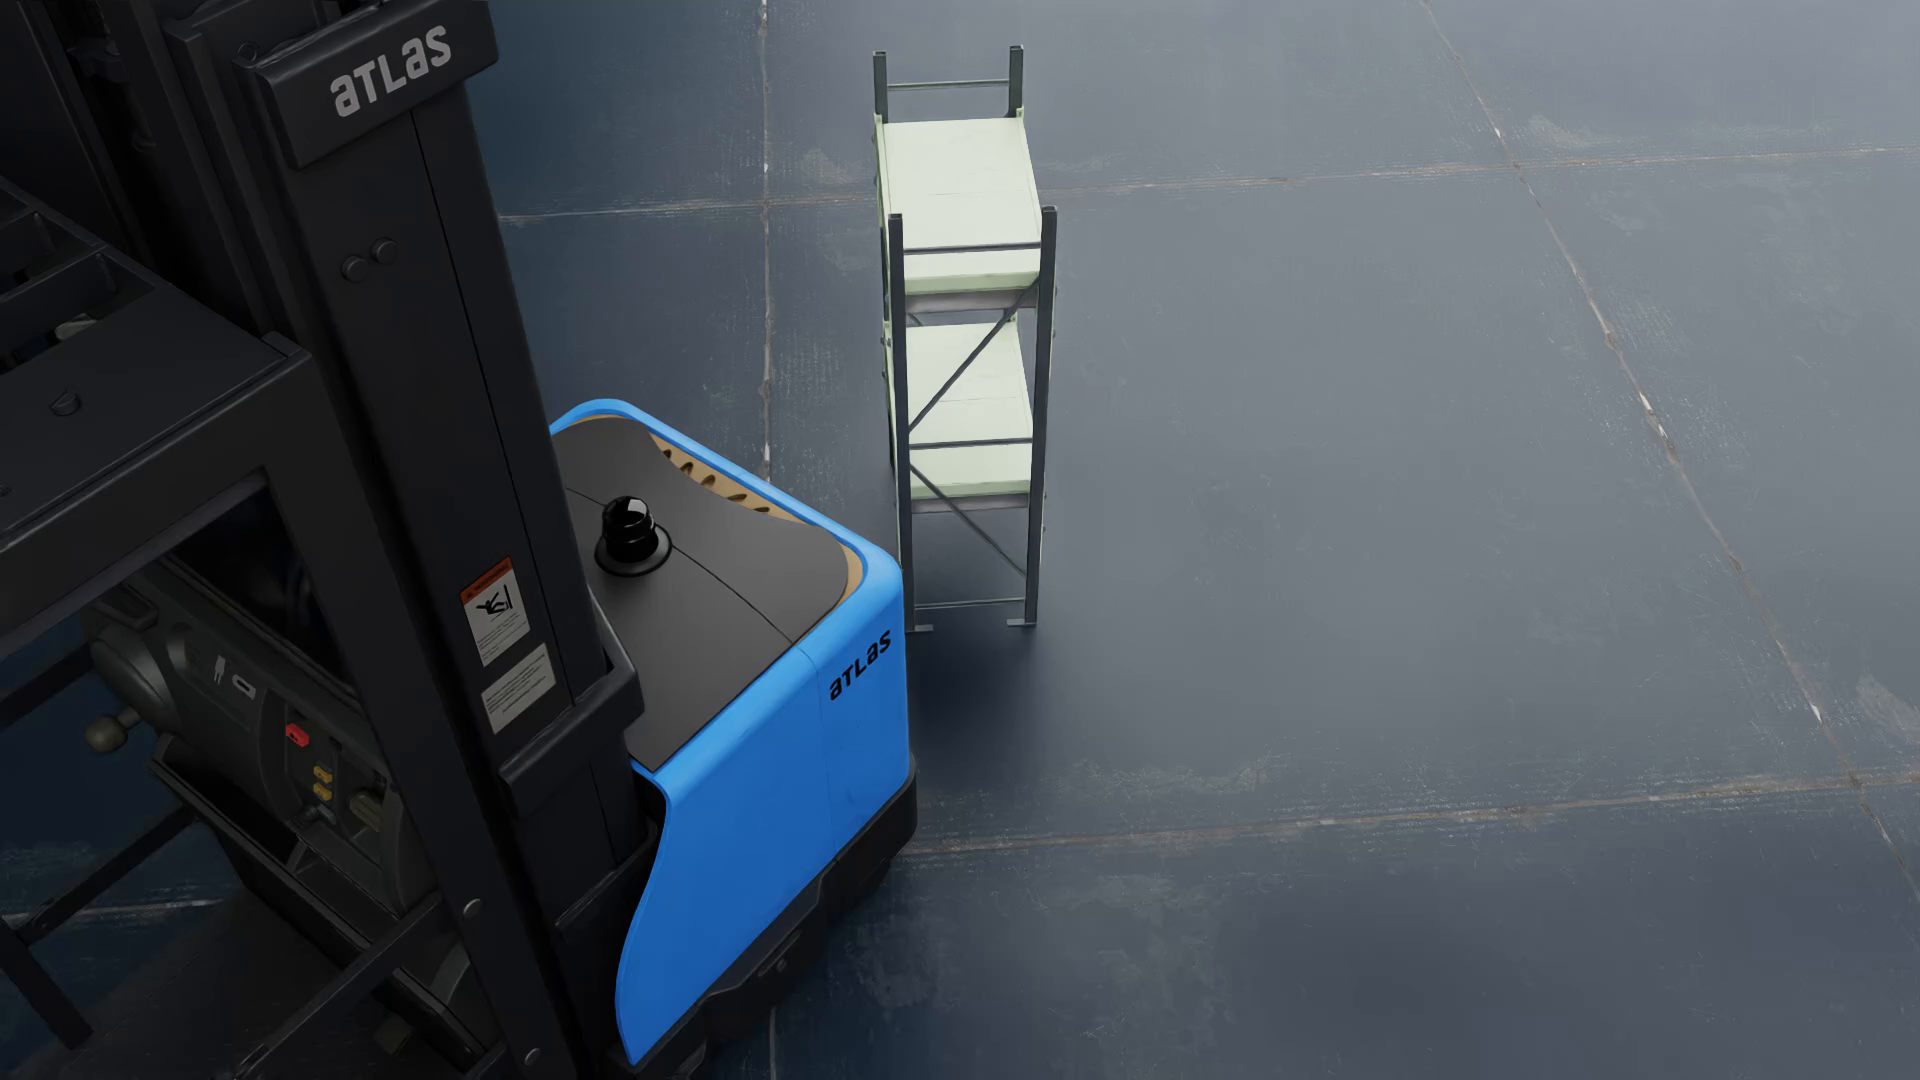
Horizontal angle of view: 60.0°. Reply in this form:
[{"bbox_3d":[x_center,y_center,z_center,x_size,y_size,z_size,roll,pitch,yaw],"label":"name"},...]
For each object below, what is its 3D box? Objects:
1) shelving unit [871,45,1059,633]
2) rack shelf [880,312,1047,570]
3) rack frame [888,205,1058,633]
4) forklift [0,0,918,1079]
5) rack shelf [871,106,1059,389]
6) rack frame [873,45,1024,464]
[{"bbox_3d":[-0.001,-0.521,4.710,0.431,1.500,0.755,-3,47,-3],"label":"shelving unit"},{"bbox_3d":[-0.001,-0.296,4.947,0.431,0.370,0.720,-3,47,-3],"label":"rack shelf"},{"bbox_3d":[0.030,-0.256,4.459,0.400,1.500,0.023,-3,47,-3],"label":"rack frame"},{"bbox_3d":[-1.410,0.415,2.838,1.130,2.935,3.031,29,53,25],"label":"forklift"},{"bbox_3d":[-0.001,-0.789,4.427,0.431,0.370,0.720,-3,47,-3],"label":"rack shelf"},{"bbox_3d":[-0.031,-0.785,4.961,0.400,1.500,0.023,-3,47,-3],"label":"rack frame"}]
